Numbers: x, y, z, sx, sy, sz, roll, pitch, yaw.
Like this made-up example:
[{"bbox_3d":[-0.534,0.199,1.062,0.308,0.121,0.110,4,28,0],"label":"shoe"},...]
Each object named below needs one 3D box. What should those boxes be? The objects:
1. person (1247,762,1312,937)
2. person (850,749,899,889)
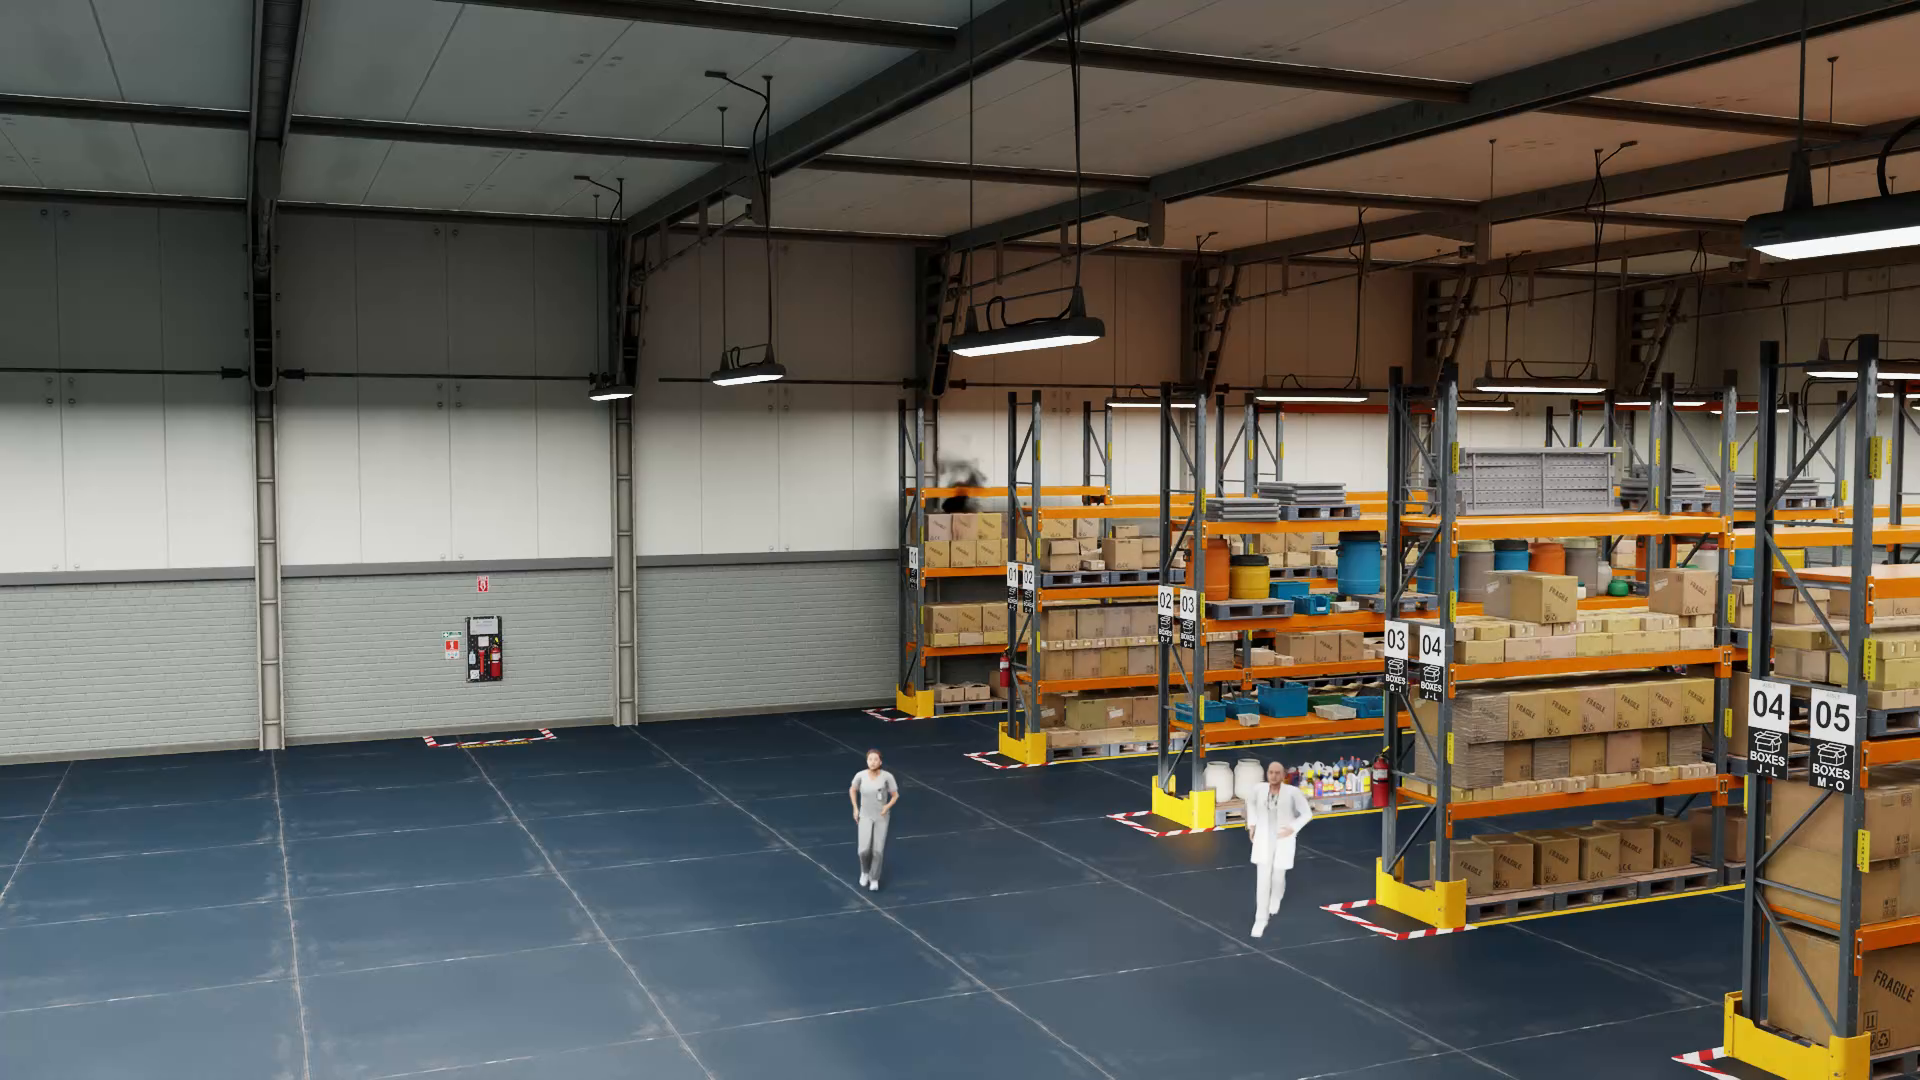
[{"bbox_3d":[3.392,3.238,17.703,0.717,1.807,0.922,1,4,20],"label":"person"},{"bbox_3d":[-0.988,3.219,19.126,0.573,1.637,0.568,0,3,-1],"label":"person"}]
